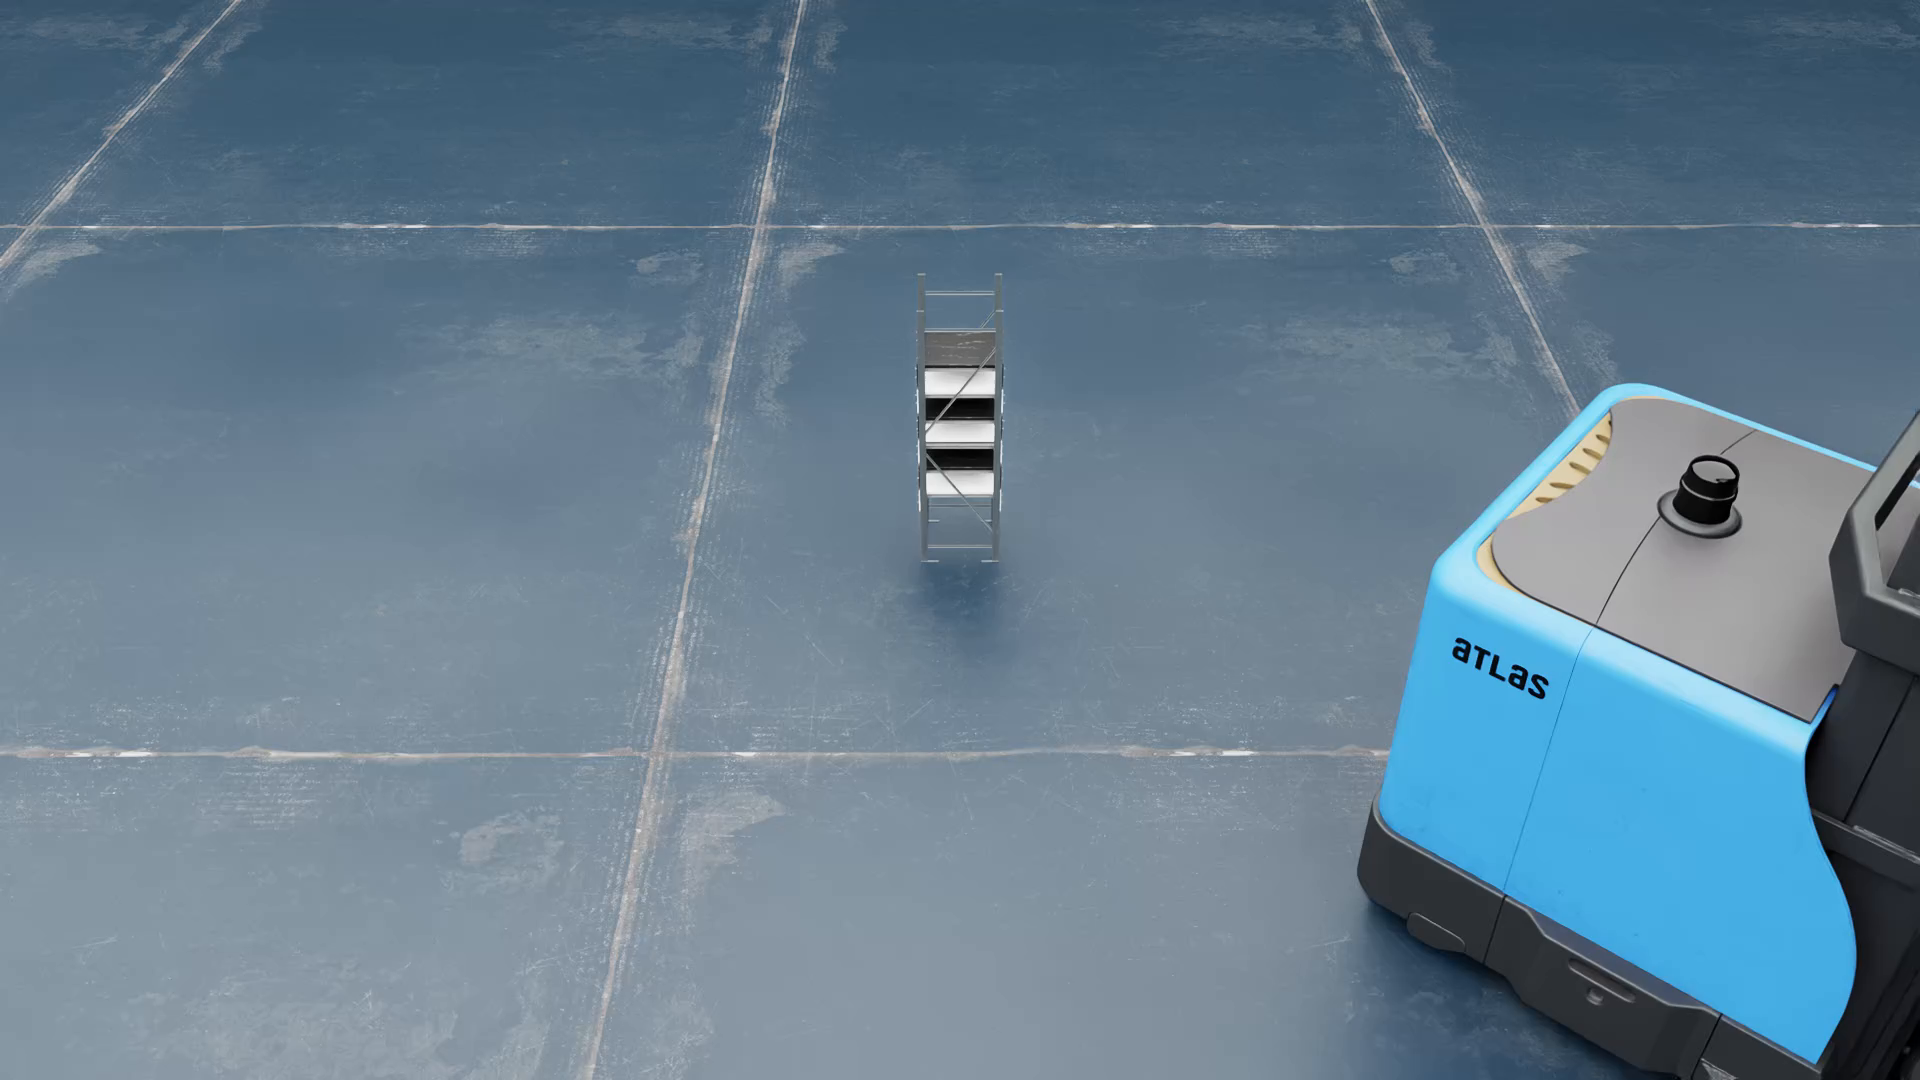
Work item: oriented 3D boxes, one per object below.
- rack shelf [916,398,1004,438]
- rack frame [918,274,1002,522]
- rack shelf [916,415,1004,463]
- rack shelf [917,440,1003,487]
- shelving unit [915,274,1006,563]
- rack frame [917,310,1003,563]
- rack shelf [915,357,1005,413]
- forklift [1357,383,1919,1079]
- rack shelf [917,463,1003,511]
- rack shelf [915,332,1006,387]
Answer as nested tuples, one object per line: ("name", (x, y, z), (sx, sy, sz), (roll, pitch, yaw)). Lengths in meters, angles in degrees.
("rack shelf", (0.000, -0.390, 4.927), (0.258, 0.077, 0.200), (0, 39, 0))
("rack frame", (0.000, -0.410, 5.042), (0.240, 0.900, 0.006), (0, 39, 0))
("rack shelf", (0.000, -0.320, 4.983), (0.258, 0.077, 0.200), (0, 39, 0))
("rack shelf", (0.000, -0.250, 5.039), (0.258, 0.077, 0.200), (0, 39, 0))
("shelving unit", (0.000, -0.346, 4.962), (0.258, 0.900, 0.210), (0, 39, 0))
("rack frame", (0.000, -0.282, 4.883), (0.240, 0.900, 0.006), (0, 39, 0))
("rack shelf", (0.000, -0.461, 4.871), (0.258, 0.077, 0.200), (0, 39, 0))
("forklift", (2.430, 0.115, 2.763), (3.031, 2.935, 1.130), (28, 46, 30))
("rack shelf", (0.000, -0.180, 5.096), (0.258, 0.077, 0.200), (0, 39, 0))
("rack shelf", (0.000, -0.531, 4.814), (0.258, 0.077, 0.200), (0, 39, 0))
